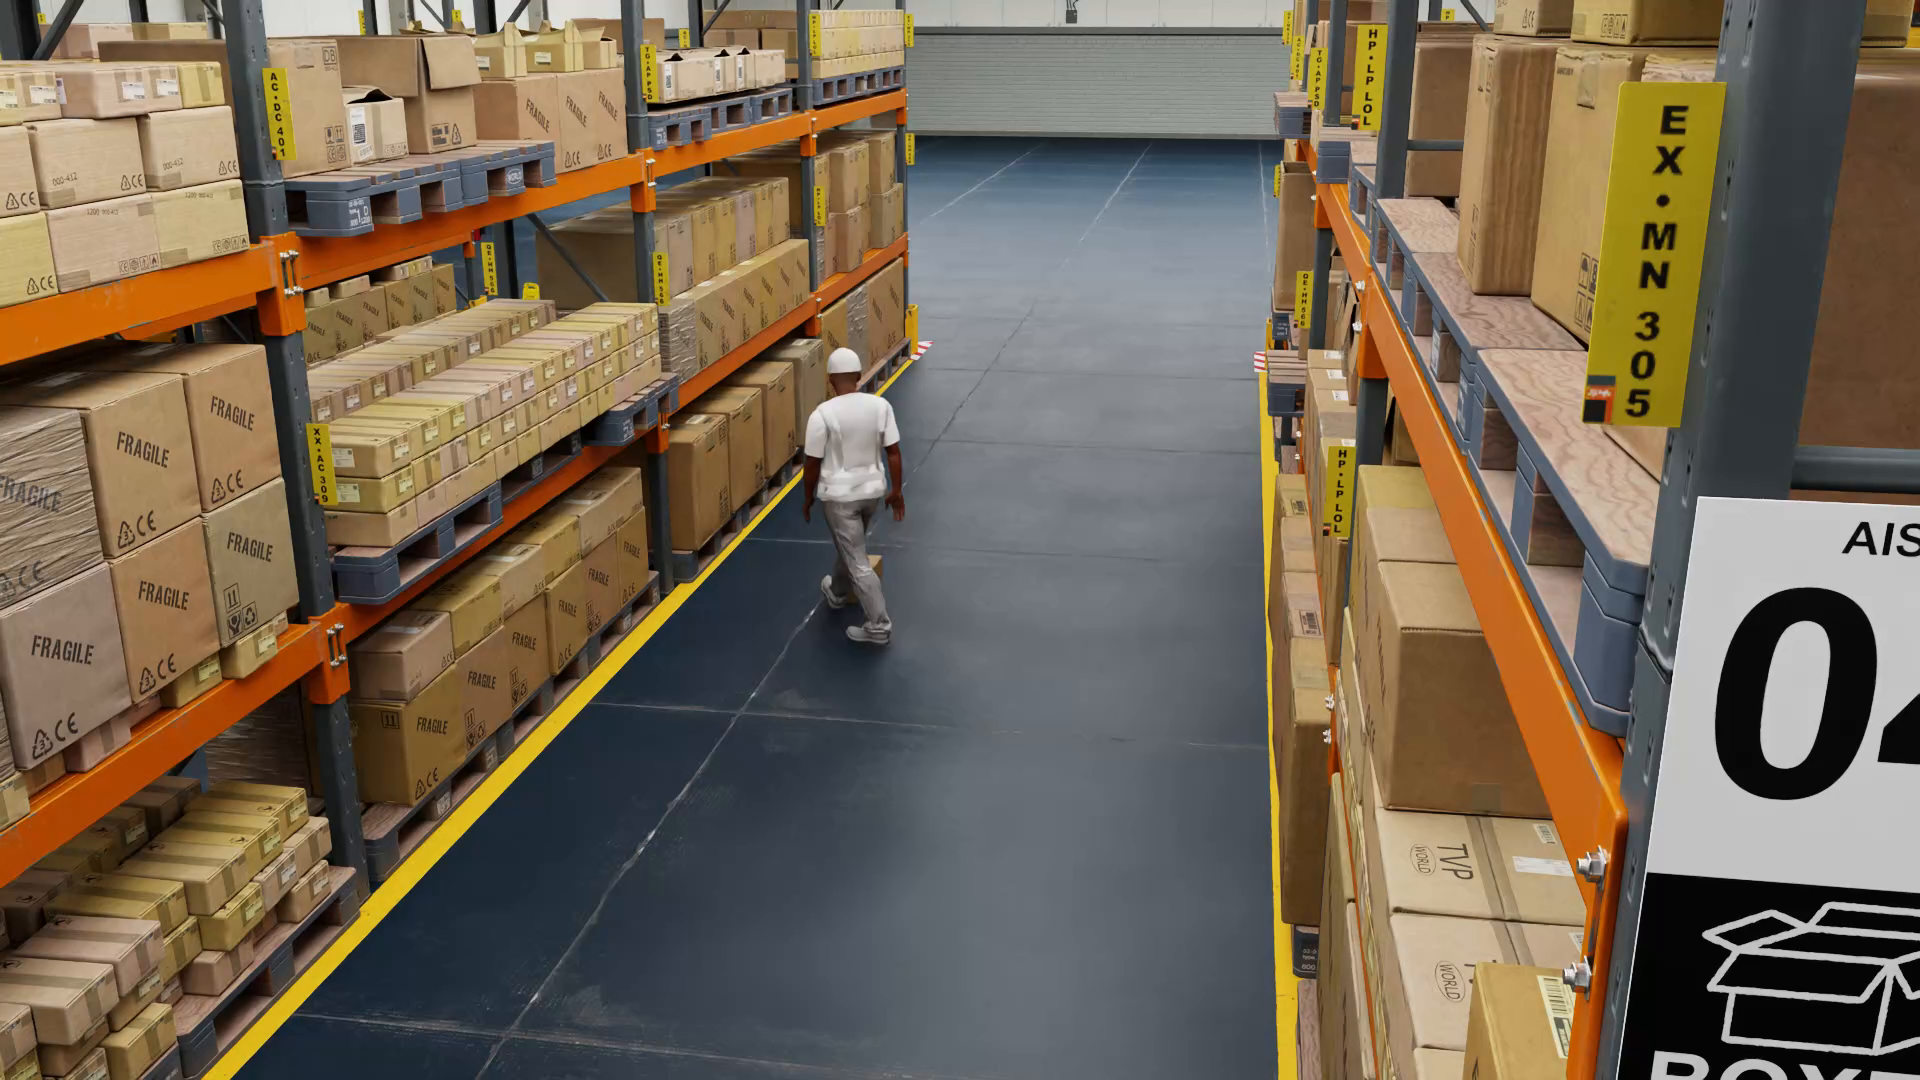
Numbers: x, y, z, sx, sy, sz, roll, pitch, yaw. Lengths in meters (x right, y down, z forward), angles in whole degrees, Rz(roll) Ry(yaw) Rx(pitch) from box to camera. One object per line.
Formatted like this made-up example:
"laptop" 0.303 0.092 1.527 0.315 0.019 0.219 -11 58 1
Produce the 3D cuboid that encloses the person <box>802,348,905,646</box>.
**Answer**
"person" -0.710 -0.305 9.908 0.565 1.718 0.961 -14 23 -38
